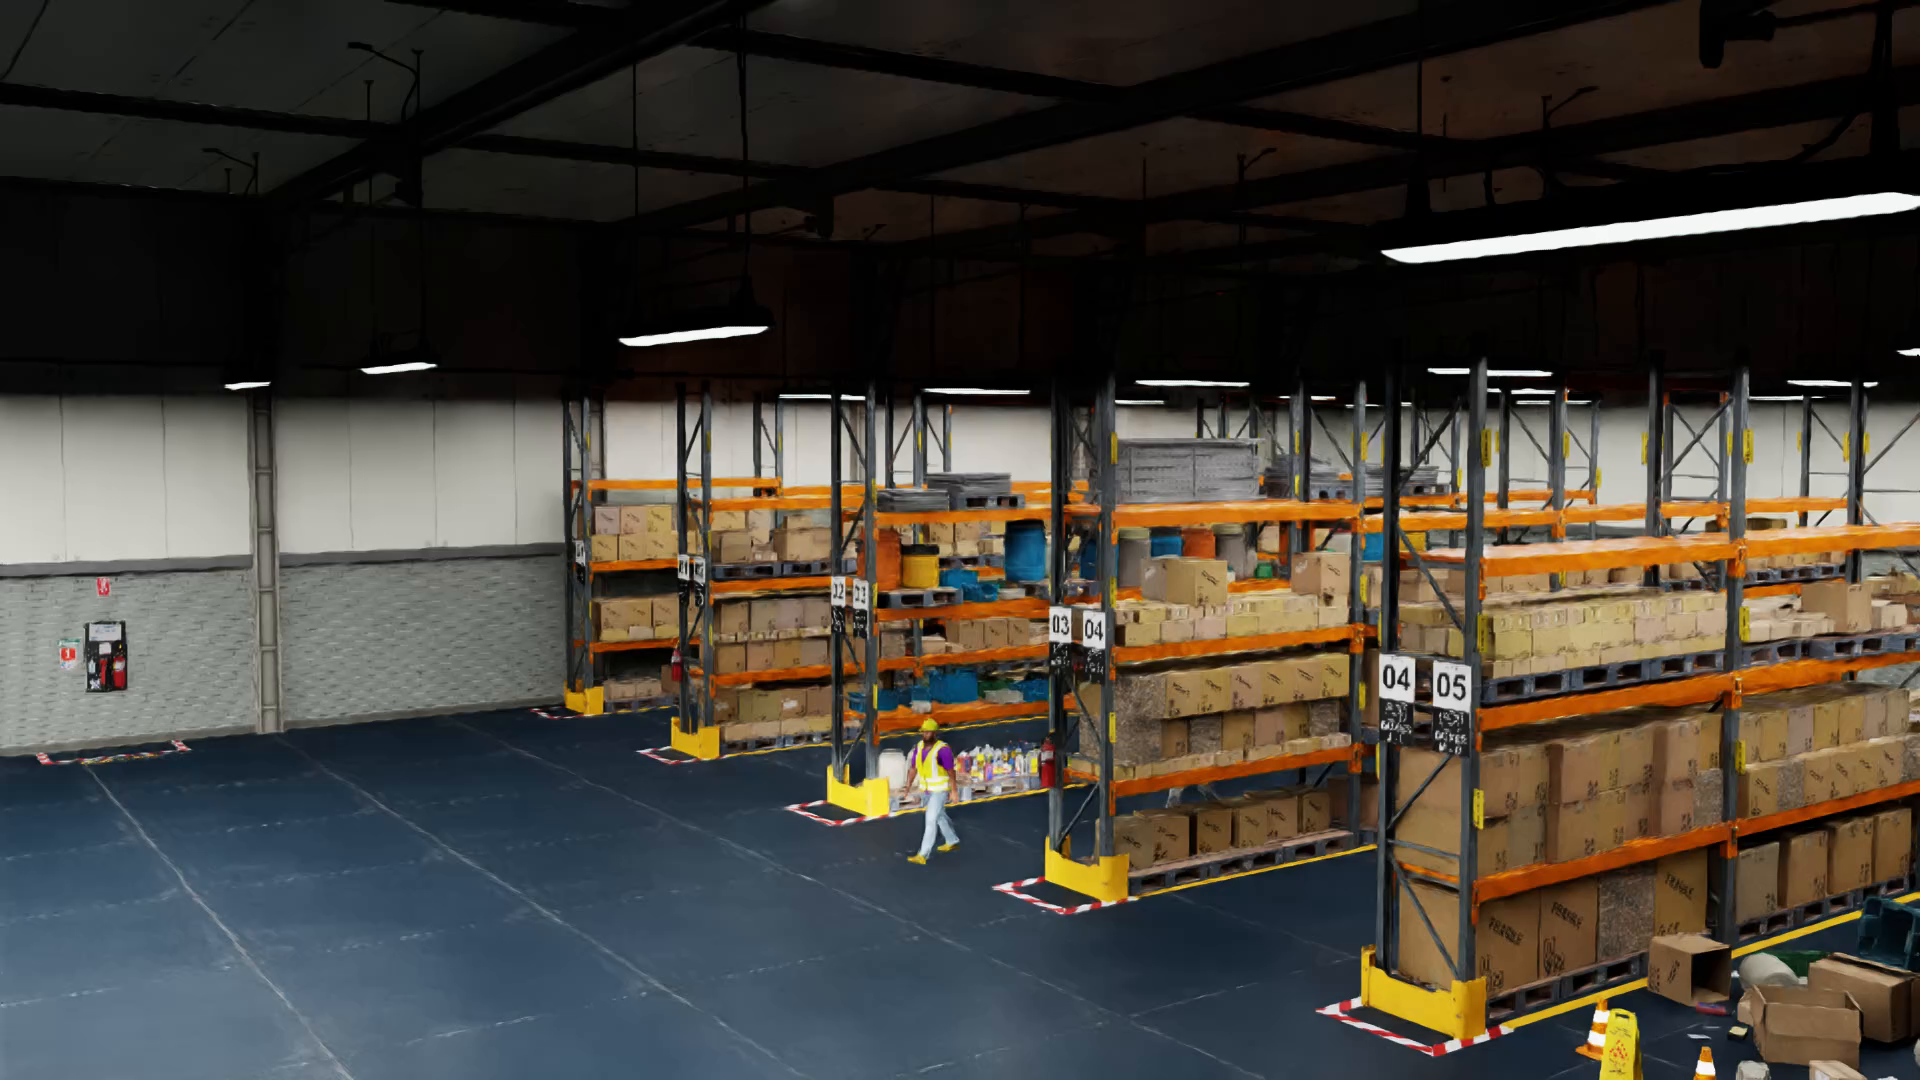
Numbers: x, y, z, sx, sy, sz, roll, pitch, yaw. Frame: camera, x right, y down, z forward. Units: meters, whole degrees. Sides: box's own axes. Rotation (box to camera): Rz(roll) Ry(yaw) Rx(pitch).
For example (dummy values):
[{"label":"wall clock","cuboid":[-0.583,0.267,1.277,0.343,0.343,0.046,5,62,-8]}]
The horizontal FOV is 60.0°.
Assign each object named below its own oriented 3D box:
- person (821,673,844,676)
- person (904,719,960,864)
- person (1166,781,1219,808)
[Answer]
[{"label":"person","cuboid":[-2.404,2.360,30.153,1.123,1.709,0.553,-2,4,-32]},{"label":"person","cuboid":[-0.357,3.009,20.142,1.035,1.708,0.571,-3,5,-43]},{"label":"person","cuboid":[2.970,2.911,21.518,1.112,1.704,0.564,-3,5,-36]}]
